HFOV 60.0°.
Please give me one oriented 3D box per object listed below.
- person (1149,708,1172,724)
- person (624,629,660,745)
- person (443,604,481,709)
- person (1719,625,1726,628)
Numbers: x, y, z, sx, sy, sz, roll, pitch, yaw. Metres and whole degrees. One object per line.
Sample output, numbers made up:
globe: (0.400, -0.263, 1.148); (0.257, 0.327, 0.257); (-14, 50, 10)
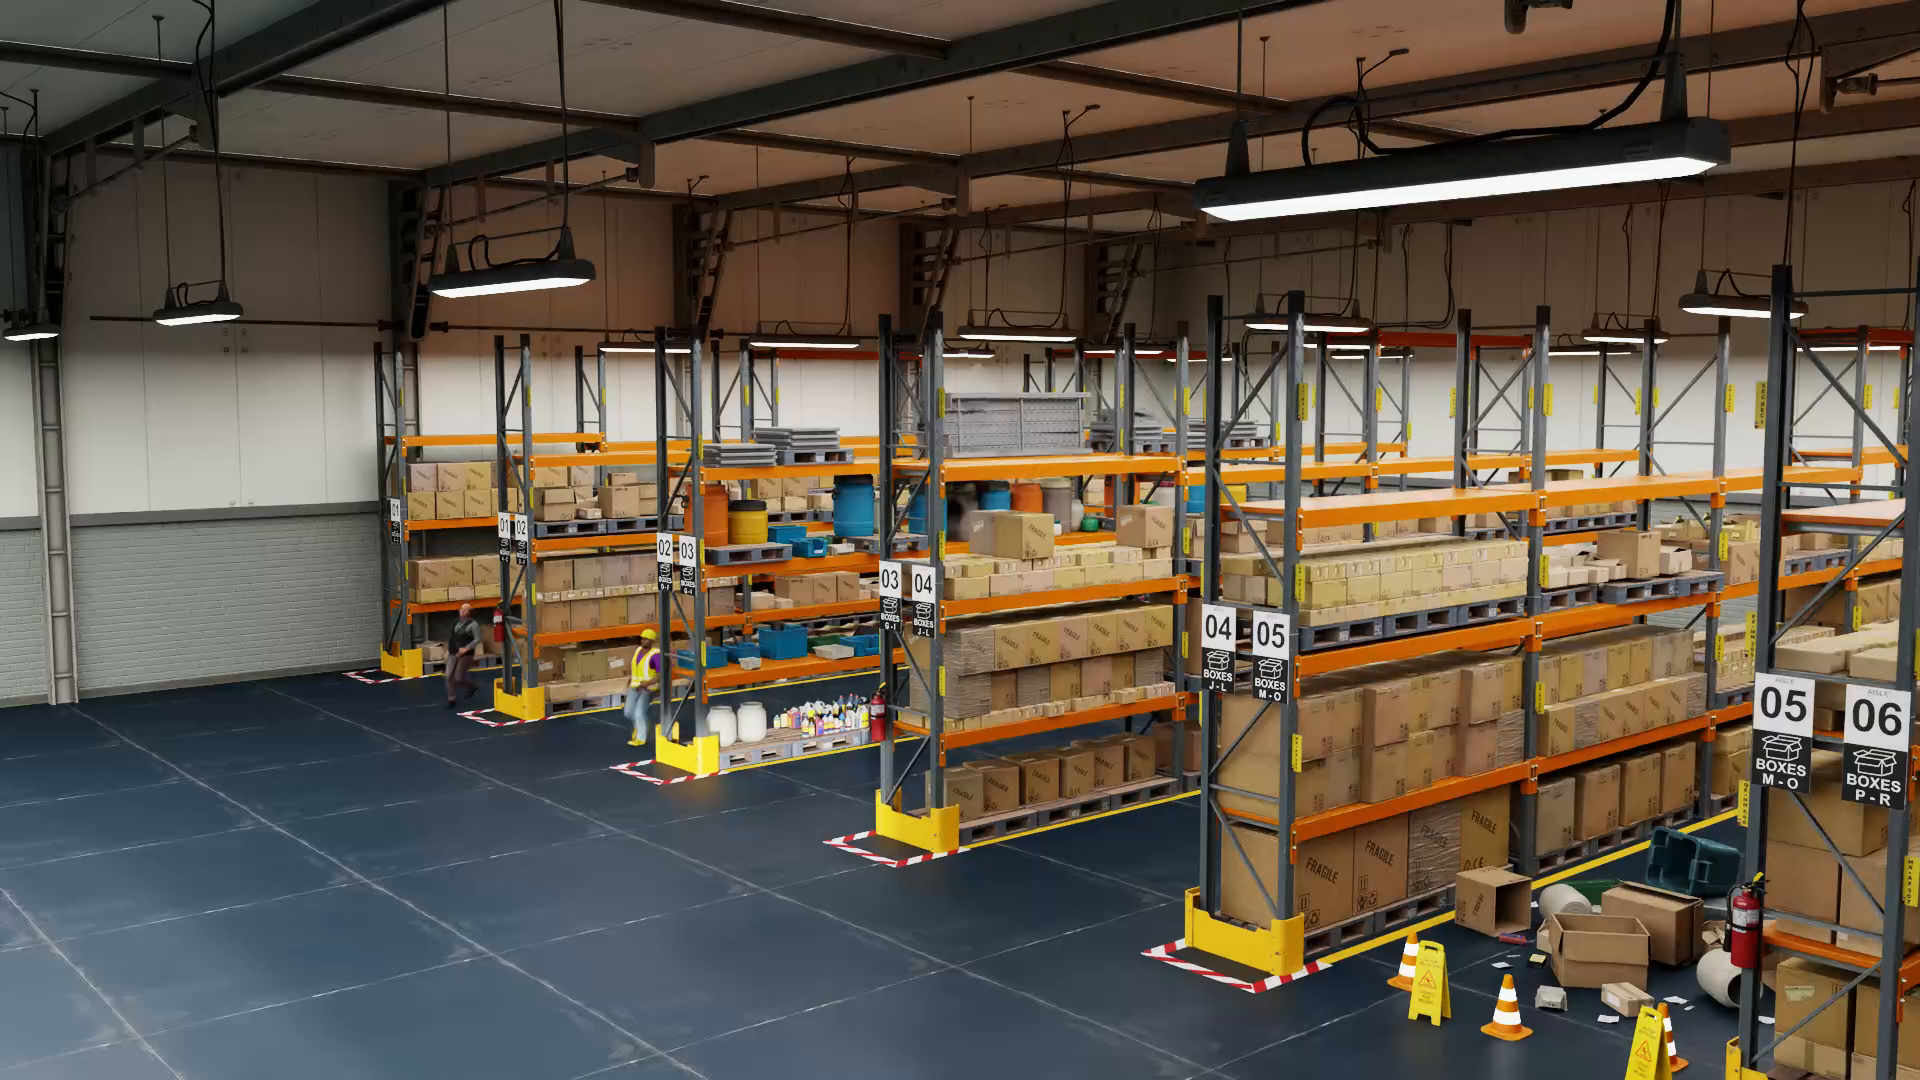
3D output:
person: (2.974, 2.133, 24.432); (0.560, 1.604, 0.599); (4, 7, 39)
person: (-4.553, 2.137, 23.989); (0.702, 1.722, 0.534); (3, 6, 30)
person: (-8.065, 1.874, 27.071); (0.698, 1.696, 0.709); (2, 6, 25)
person: (11.777, 2.089, 25.231); (1.056, 1.674, 0.717); (-4, 6, -36)
